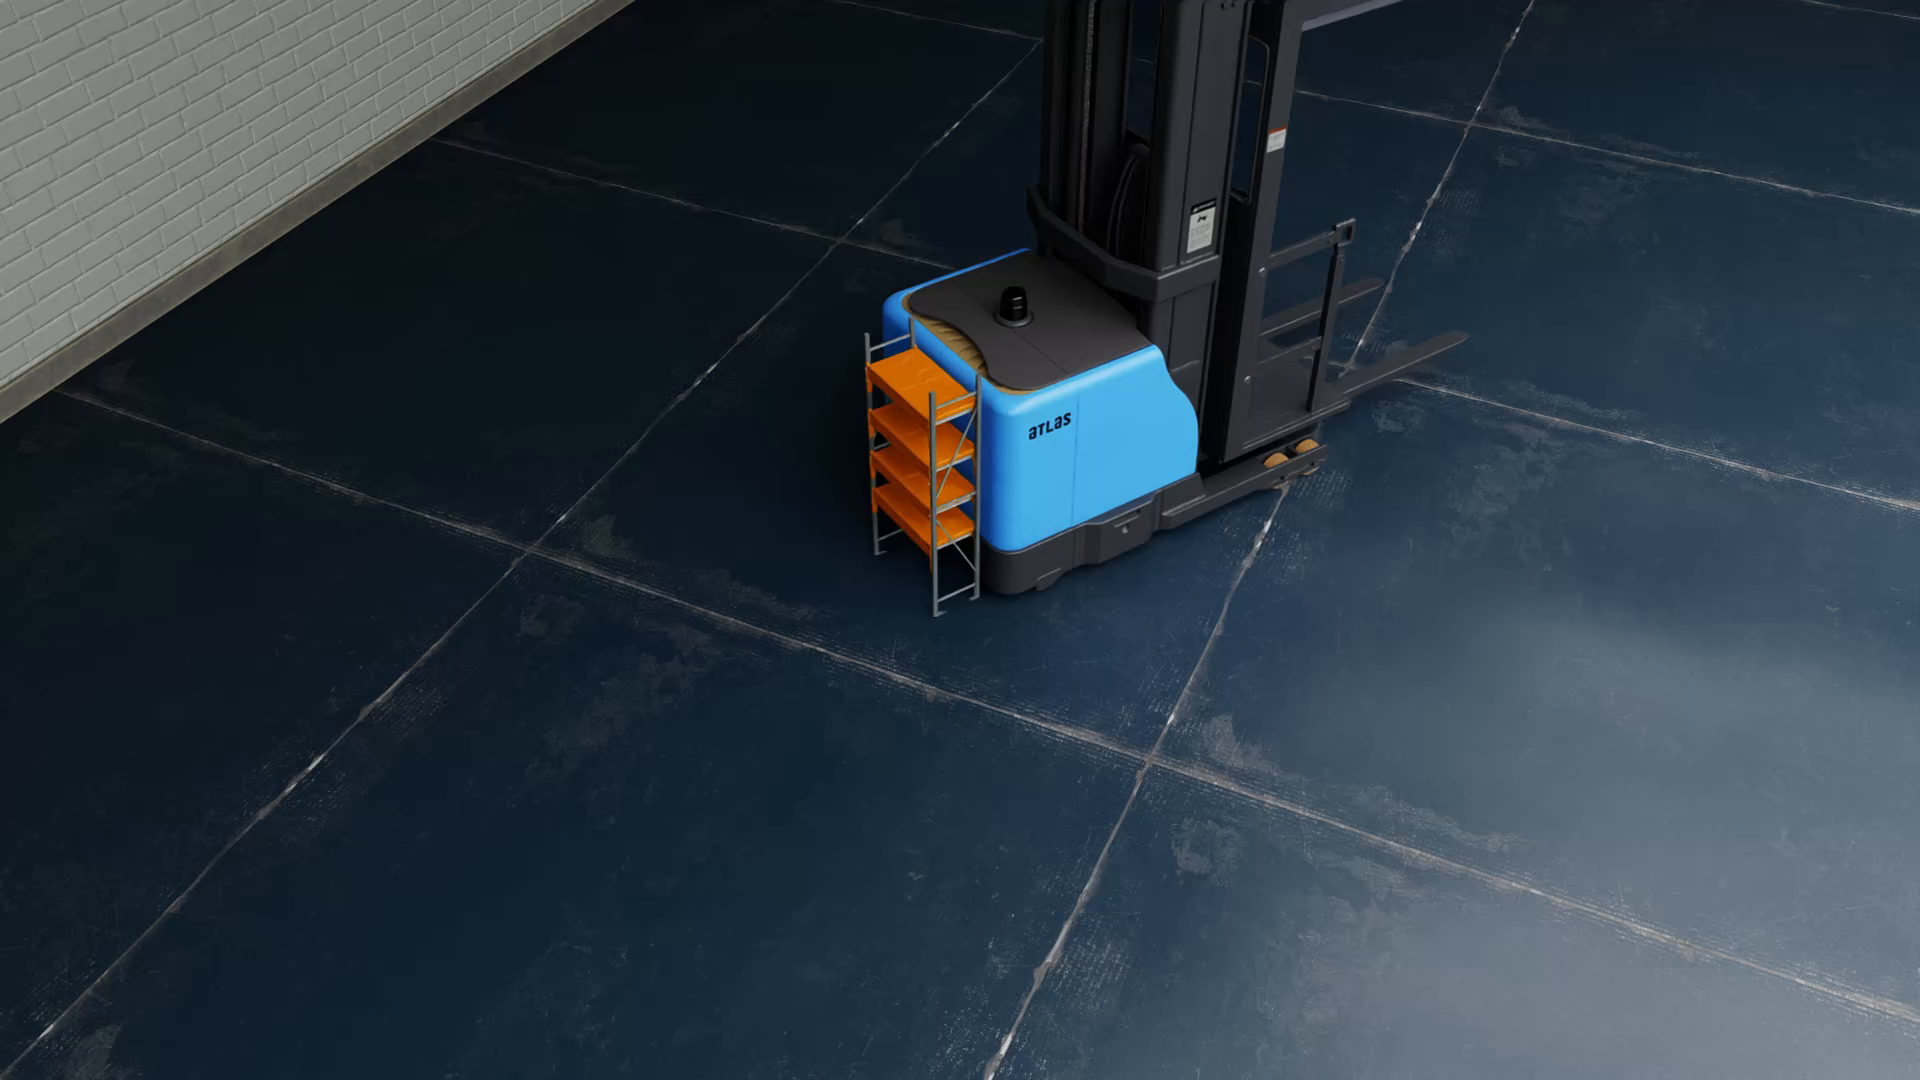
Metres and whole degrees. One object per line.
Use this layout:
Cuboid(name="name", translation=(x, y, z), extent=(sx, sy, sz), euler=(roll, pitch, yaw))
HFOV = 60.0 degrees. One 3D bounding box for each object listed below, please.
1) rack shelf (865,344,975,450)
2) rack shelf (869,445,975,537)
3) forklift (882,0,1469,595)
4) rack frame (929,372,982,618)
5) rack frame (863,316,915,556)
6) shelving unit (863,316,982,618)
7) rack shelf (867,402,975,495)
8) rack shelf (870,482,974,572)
Cuboid(name="rack shelf", translation=(-0.154, -0.592, 6.800), extent=(0.258, 0.148, 0.480), euler=(-24, 46, -25))
Cuboid(name="rack shelf", translation=(-0.154, -0.244, 7.102), extent=(0.258, 0.148, 0.480), euler=(-24, 46, -25))
Cuboid(name="forklift", translation=(1.158, -1.620, 7.265), extent=(3.031, 2.935, 1.130), euler=(-23, 46, -25))
Cuboid(name="rack frame", translation=(-0.017, -0.162, 6.905), extent=(0.240, 1.200, 0.015), euler=(-24, 46, -25))
Cuboid(name="rack frame", translation=(-0.290, -0.427, 7.211), extent=(0.240, 1.200, 0.015), euler=(-24, 46, -25))
Cuboid(name="shelving unit", translation=(-0.154, -0.295, 7.058), extent=(0.258, 1.200, 0.503), euler=(-24, 46, -25))
Cuboid(name="rack shelf", translation=(-0.154, -0.413, 6.955), extent=(0.258, 0.148, 0.480), euler=(-24, 46, -25))
Cuboid(name="rack shelf", translation=(-0.154, -0.094, 7.232), extent=(0.258, 0.148, 0.480), euler=(-24, 46, -25))
